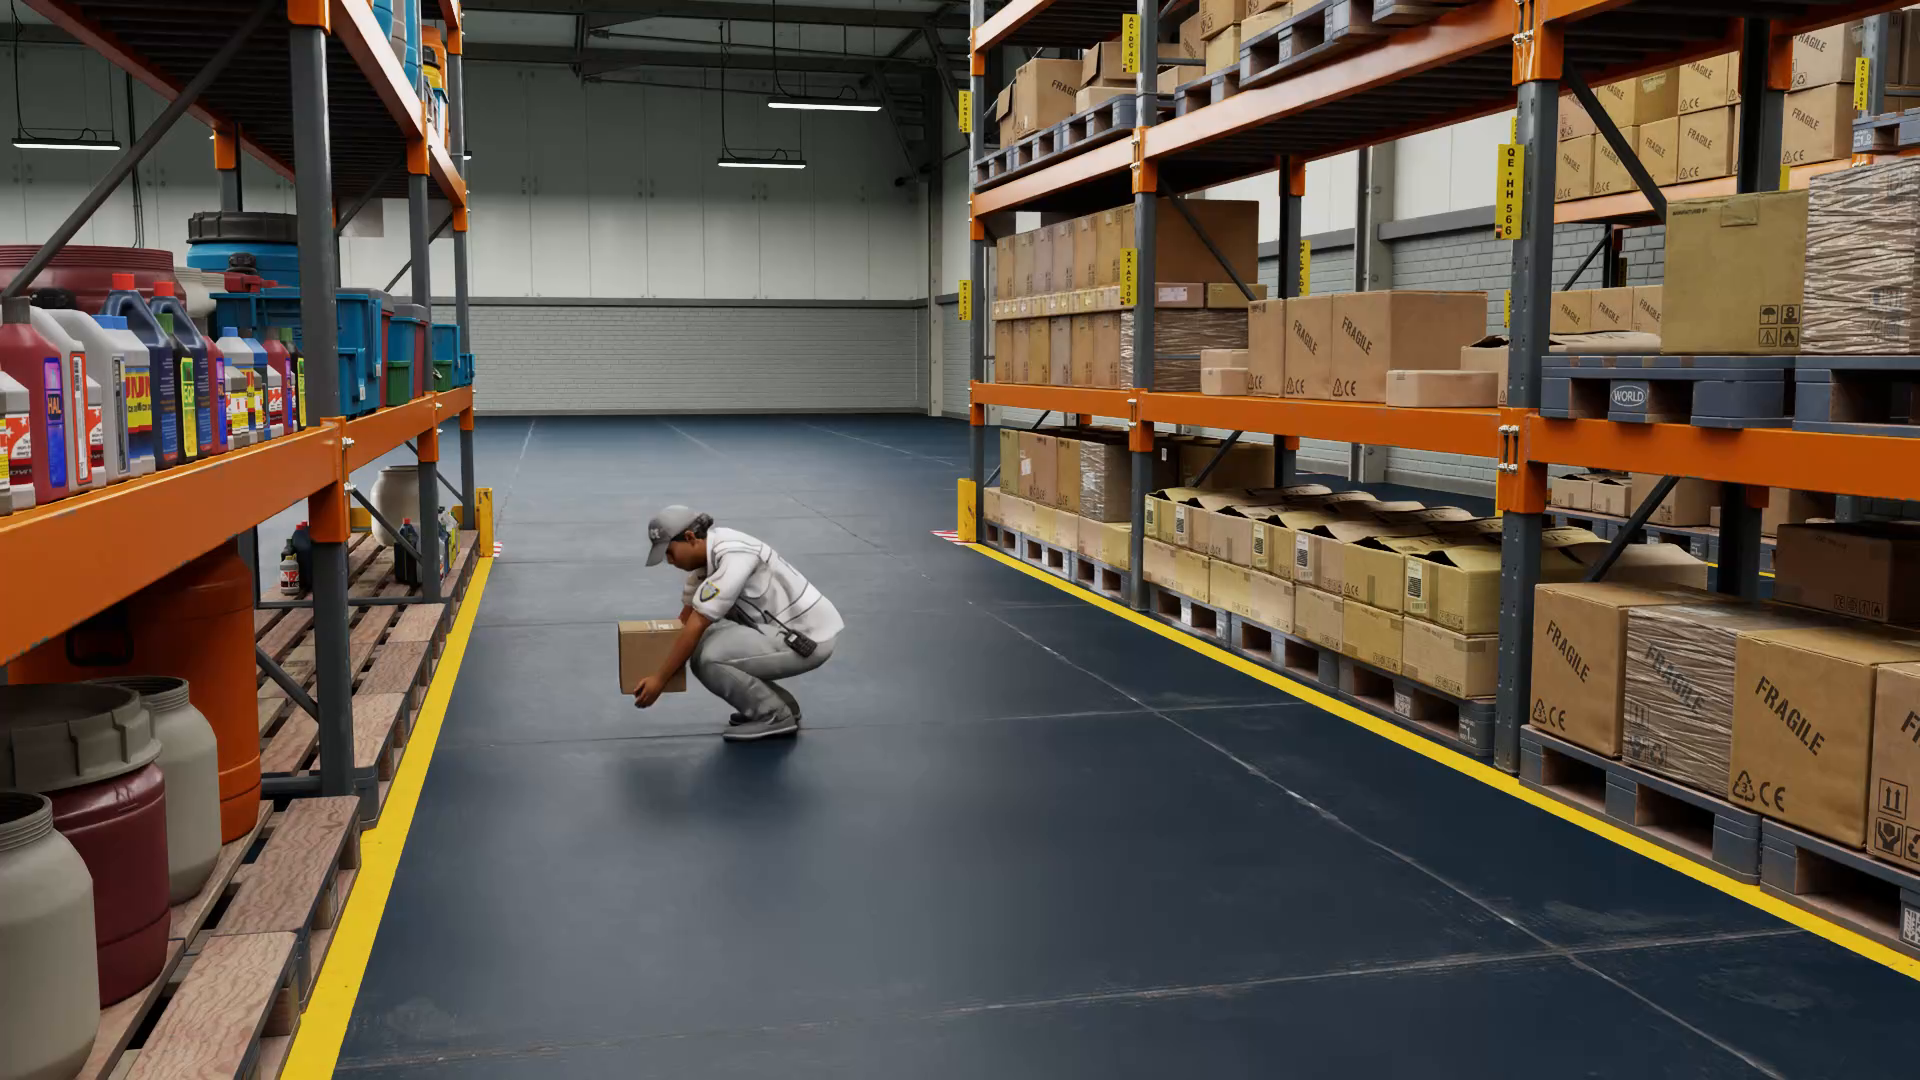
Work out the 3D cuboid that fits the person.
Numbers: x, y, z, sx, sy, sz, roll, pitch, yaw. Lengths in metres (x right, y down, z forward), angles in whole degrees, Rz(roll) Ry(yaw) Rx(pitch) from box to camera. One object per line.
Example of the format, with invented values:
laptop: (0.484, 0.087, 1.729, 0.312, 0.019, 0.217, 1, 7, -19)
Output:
person: (-0.893, 0.318, 6.677, 0.844, 0.940, 0.515, -2, 6, -14)
